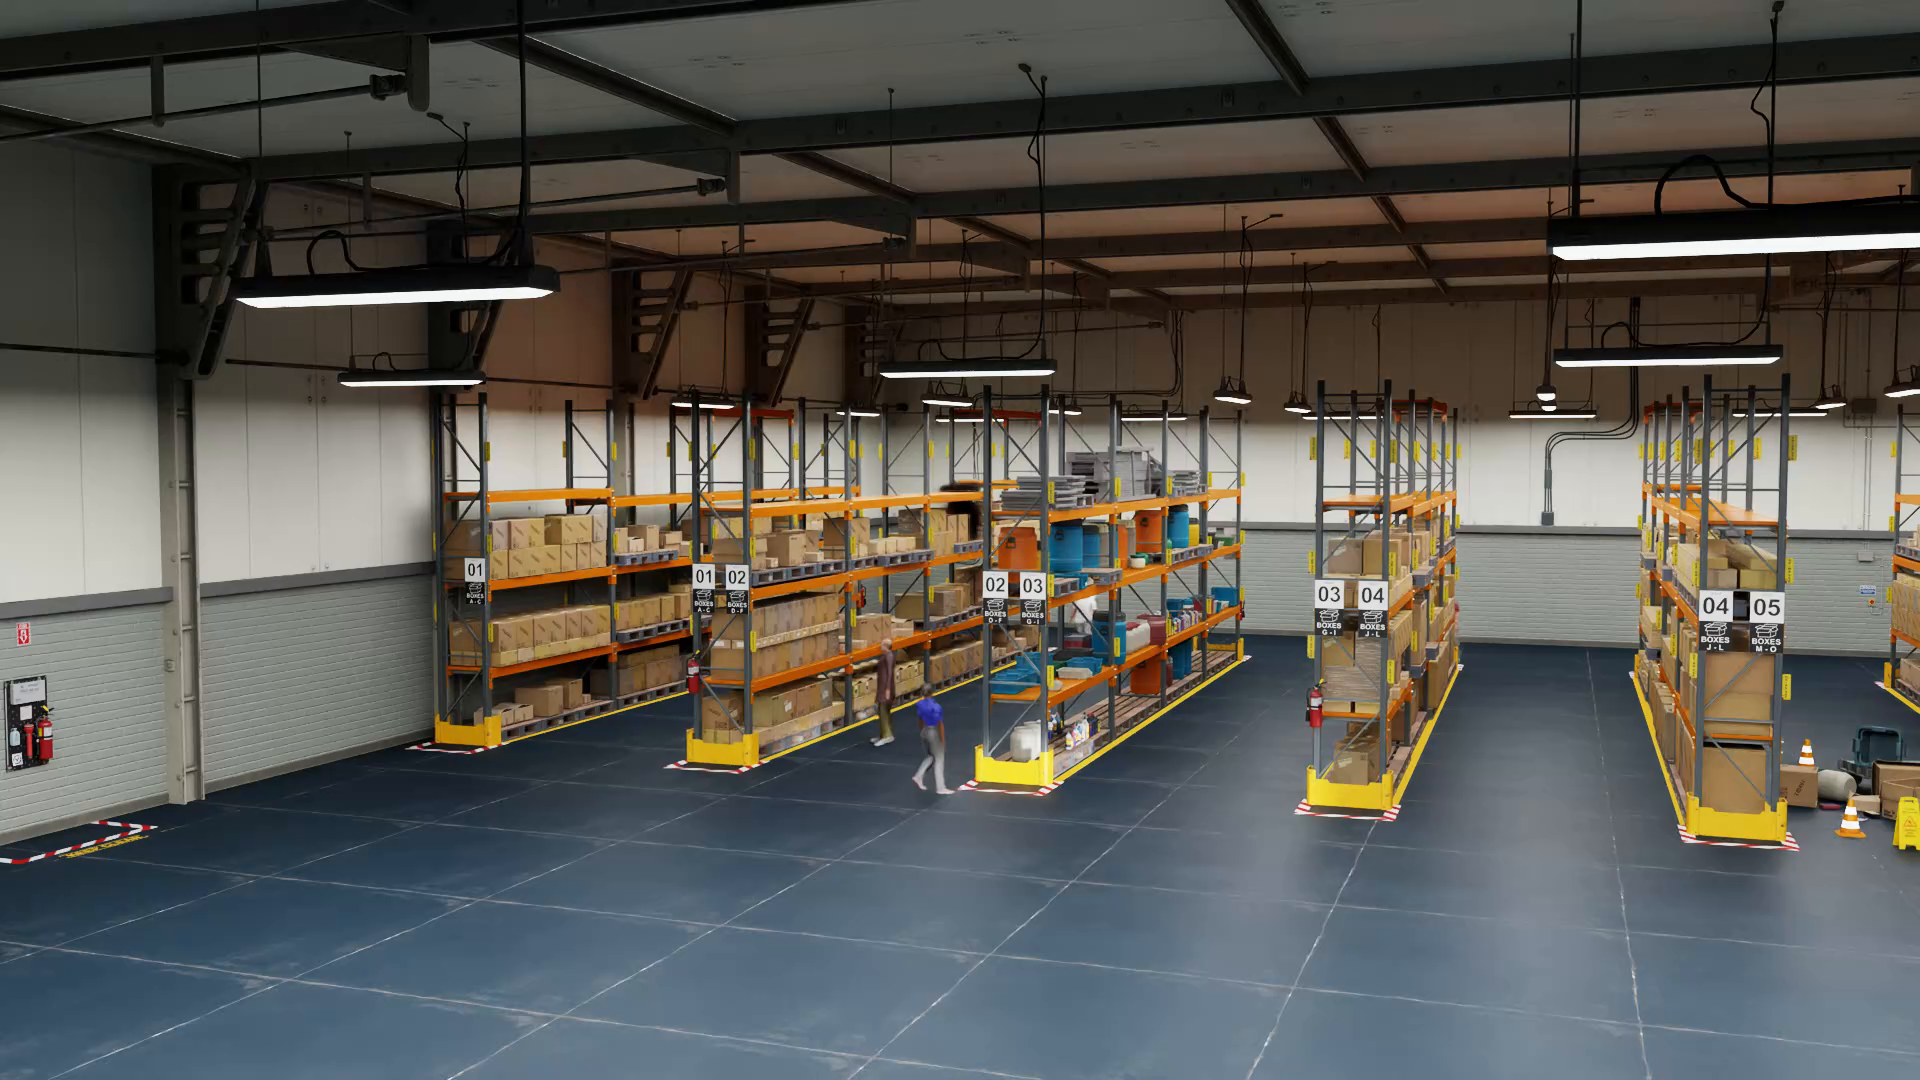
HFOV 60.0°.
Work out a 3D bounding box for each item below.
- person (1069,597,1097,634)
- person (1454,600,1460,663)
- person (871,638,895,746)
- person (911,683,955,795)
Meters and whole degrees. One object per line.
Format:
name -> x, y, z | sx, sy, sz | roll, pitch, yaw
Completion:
person -> 2.989, 1.971, 40.333 | 0.662, 1.702, 1.011 | 1, 3, 14
person -> 11.632, 2.039, 39.548 | 0.582, 1.736, 0.428 | 2, 4, 37
person -> -1.330, 2.602, 28.546 | 0.408, 1.823, 0.637 | 0, 3, -4
person -> -0.395, 2.902, 24.341 | 0.537, 1.642, 0.533 | -2, 4, -34
